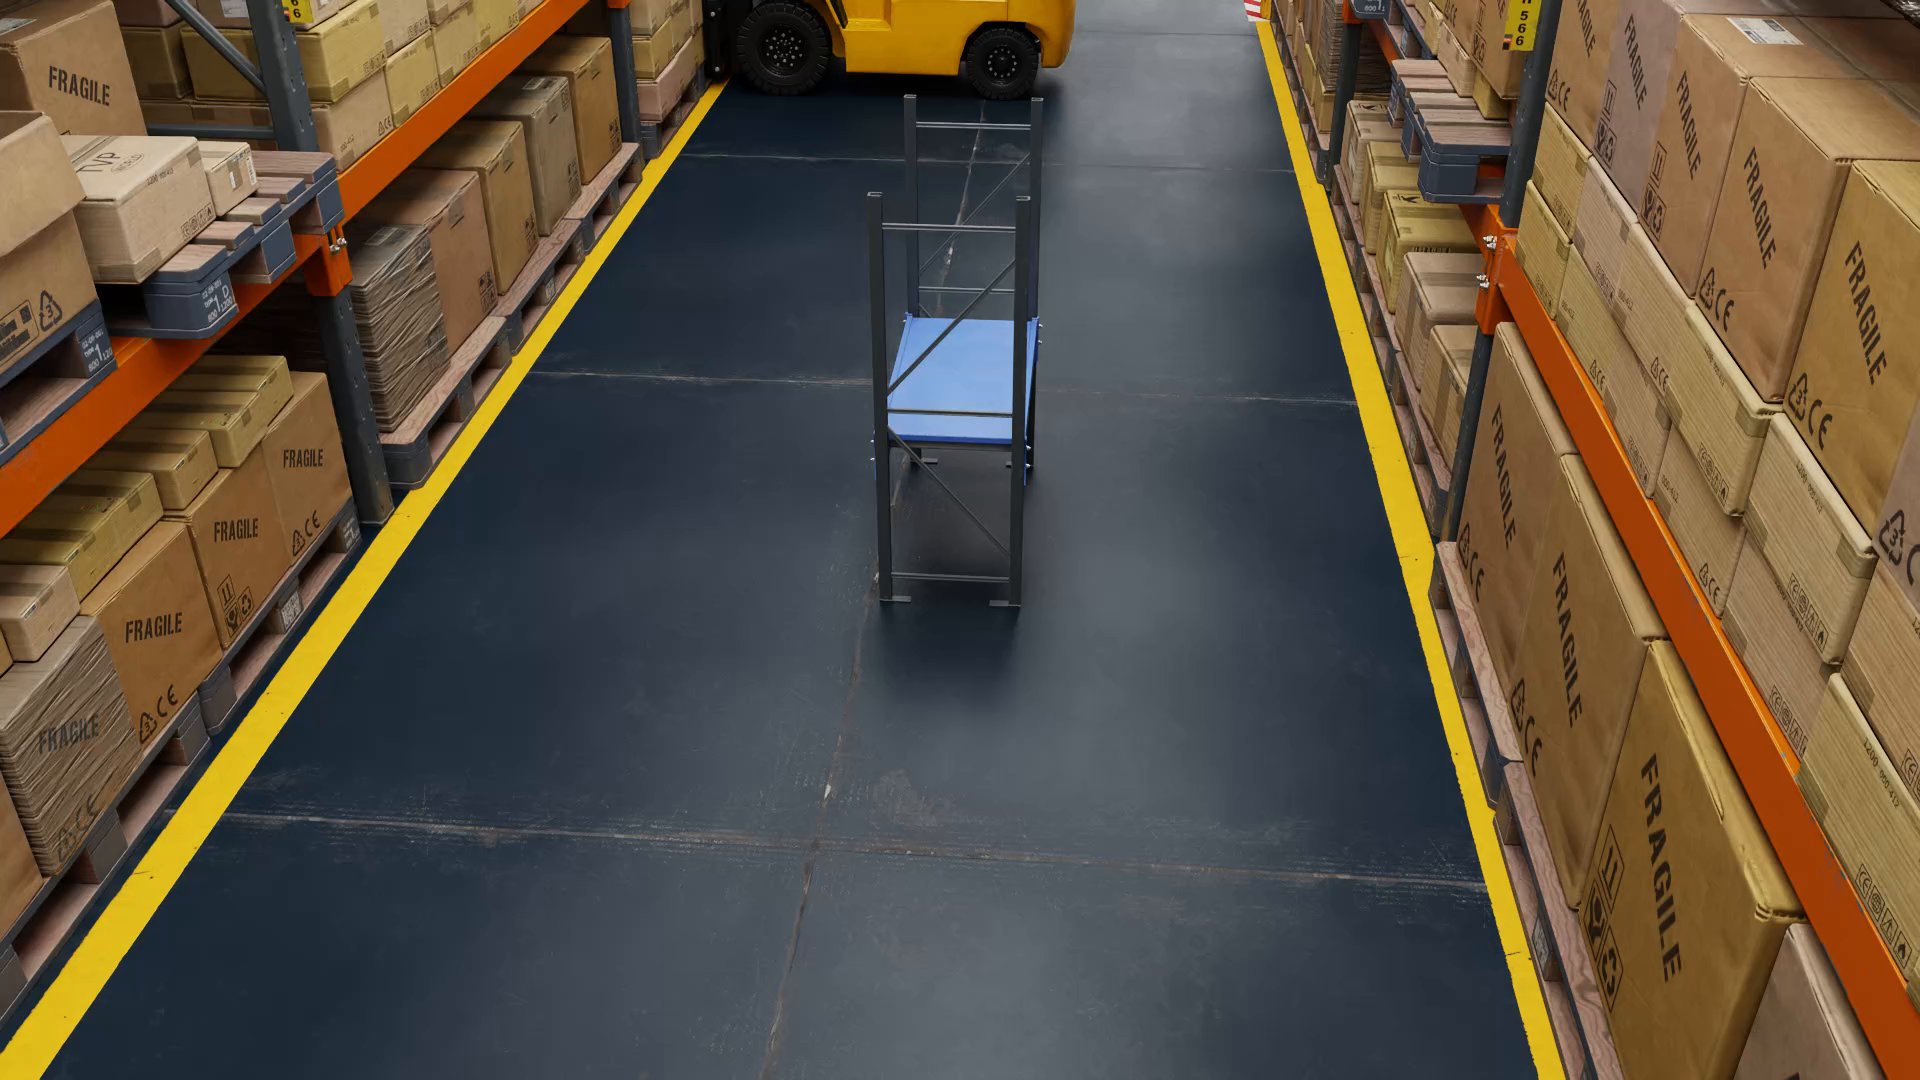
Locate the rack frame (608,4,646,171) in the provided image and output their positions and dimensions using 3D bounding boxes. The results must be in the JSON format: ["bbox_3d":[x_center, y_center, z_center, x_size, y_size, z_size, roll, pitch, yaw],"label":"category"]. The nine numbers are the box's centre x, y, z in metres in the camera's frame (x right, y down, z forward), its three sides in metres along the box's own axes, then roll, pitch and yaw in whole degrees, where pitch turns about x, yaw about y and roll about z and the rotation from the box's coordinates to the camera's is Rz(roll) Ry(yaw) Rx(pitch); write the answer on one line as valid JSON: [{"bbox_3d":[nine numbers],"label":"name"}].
[{"bbox_3d":[-2.362,-3.470,9.022,1.000,3.000,0.127,2,32,4],"label":"rack frame"}]

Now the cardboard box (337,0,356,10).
[{"bbox_3d":[-2.348,-1.991,5.908,0.380,0.149,0.250,3,32,5],"label":"cardboard box"}]

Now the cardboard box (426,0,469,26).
[{"bbox_3d":[-2.305,-2.284,6.763,0.500,0.250,0.500,2,32,3],"label":"cardboard box"}]

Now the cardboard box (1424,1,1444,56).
[{"bbox_3d":[2.015,-1.975,6.434,0.380,0.149,0.250,3,32,5],"label":"cardboard box"}]

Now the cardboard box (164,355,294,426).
[{"bbox_3d":[-2.475,-0.500,5.567,0.380,0.149,0.250,1,32,2],"label":"cardboard box"}]

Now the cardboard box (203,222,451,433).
[{"bbox_3d":[-2.623,-0.872,6.669,0.875,0.625,0.625,3,32,6],"label":"cardboard box"}]

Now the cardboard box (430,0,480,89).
[{"bbox_3d":[-2.327,-2.069,6.891,0.500,0.250,0.500,1,32,2],"label":"cardboard box"}]

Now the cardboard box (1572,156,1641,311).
[{"bbox_3d":[1.929,-0.793,4.344,0.500,0.250,0.500,3,32,5],"label":"cardboard box"}]

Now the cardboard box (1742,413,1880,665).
[{"bbox_3d":[1.797,0.000,3.057,0.500,0.250,0.500,3,32,5],"label":"cardboard box"}]

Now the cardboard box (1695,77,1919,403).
[{"bbox_3d":[1.843,-0.596,3.310,0.500,0.500,0.500,3,32,5],"label":"cardboard box"}]

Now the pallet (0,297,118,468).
[{"bbox_3d":[-2.841,-0.280,4.028,1.003,0.211,1.213,2,32,4],"label":"pallet"}]

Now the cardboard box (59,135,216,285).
[{"bbox_3d":[-2.451,-0.928,4.640,0.500,0.250,0.500,1,32,2],"label":"cardboard box"}]

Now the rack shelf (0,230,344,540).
[{"bbox_3d":[-2.850,-0.027,4.120,1.077,0.370,4.000,2,32,4],"label":"rack shelf"}]

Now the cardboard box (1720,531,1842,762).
[{"bbox_3d":[1.822,0.212,3.189,0.500,0.250,0.500,2,32,3],"label":"cardboard box"}]

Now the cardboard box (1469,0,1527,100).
[{"bbox_3d":[2.020,-1.766,5.478,0.500,0.500,0.500,2,32,3],"label":"cardboard box"}]

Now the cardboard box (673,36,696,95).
[{"bbox_3d":[-1.966,-2.983,10.453,0.500,0.250,0.500,2,32,3],"label":"cardboard box"}]

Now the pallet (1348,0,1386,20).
[{"bbox_3d":[2.378,-2.785,8.093,1.003,0.211,1.213,2,32,4],"label":"pallet"}]

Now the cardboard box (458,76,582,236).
[{"bbox_3d":[-2.464,-1.959,8.433,0.875,0.625,0.625,2,32,3],"label":"cardboard box"}]

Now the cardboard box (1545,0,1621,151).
[{"bbox_3d":[1.976,-1.389,4.597,0.500,0.500,0.500,1,32,2],"label":"cardboard box"}]

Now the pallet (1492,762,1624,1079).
[{"bbox_3d":[2.019,1.064,4.323,1.003,0.211,1.213,2,32,4],"label":"pallet"}]

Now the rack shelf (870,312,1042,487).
[{"bbox_3d":[0.007,-0.530,6.023,0.538,0.185,1.000,2,32,4],"label":"rack shelf"}]

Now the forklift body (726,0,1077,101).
[{"bbox_3d":[-0.372,-4.131,10.903,2.313,2.155,1.214,2,32,4],"label":"forklift body"}]

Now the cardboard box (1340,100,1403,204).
[{"bbox_3d":[2.545,-2.046,8.815,0.950,0.372,0.625,3,32,5],"label":"cardboard box"}]

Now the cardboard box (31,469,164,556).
[{"bbox_3d":[-2.599,-0.084,4.892,0.380,0.149,0.250,3,32,5],"label":"cardboard box"}]

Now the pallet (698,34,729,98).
[{"bbox_3d":[-2.159,-3.337,11.463,1.003,0.211,1.213,2,32,4],"label":"pallet"}]

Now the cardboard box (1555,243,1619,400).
[{"bbox_3d":[1.945,-0.590,4.492,0.500,0.250,0.500,2,32,3],"label":"cardboard box"}]

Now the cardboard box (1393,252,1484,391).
[{"bbox_3d":[2.368,-0.910,6.972,0.950,0.372,0.625,2,32,3],"label":"cardboard box"}]

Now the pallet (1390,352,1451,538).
[{"bbox_3d":[2.325,-0.390,6.682,1.003,0.211,1.213,2,32,4],"label":"pallet"}]

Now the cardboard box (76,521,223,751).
[{"bbox_3d":[-2.599,0.272,4.932,0.500,0.500,0.500,4,32,6],"label":"cardboard box"}]

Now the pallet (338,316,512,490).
[{"bbox_3d":[-2.582,-0.620,7.055,1.003,0.211,1.213,2,32,4],"label":"pallet"}]

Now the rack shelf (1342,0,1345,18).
[{"bbox_3d":[2.749,-4.000,10.567,1.077,0.370,4.000,2,32,4],"label":"rack shelf"}]

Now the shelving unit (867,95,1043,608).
[{"bbox_3d":[0.007,-0.683,5.929,0.538,1.500,1.048,2,32,4],"label":"shelving unit"}]

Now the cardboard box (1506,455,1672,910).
[{"bbox_3d":[2.044,0.381,4.398,0.875,0.875,0.875,3,32,5],"label":"cardboard box"}]

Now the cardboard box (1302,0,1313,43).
[{"bbox_3d":[2.446,-3.441,10.481,0.500,0.500,0.500,4,32,7],"label":"cardboard box"}]

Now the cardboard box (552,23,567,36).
[{"bbox_3d":[-2.515,-3.170,9.802,0.500,0.250,0.500,3,32,5],"label":"cardboard box"}]

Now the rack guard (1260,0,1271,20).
[{"bbox_3d":[2.905,-4.248,12.666,1.175,0.500,0.348,2,32,4],"label":"rack guard"}]

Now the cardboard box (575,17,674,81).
[{"bbox_3d":[-2.015,-2.931,9.891,0.500,0.250,0.500,2,32,4],"label":"cardboard box"}]

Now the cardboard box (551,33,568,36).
[{"bbox_3d":[-2.526,-2.955,9.929,0.500,0.250,0.500,2,32,3],"label":"cardboard box"}]

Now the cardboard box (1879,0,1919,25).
[{"bbox_3d":[2.445,-1.087,4.106,0.500,0.500,0.500,3,32,5],"label":"cardboard box"}]

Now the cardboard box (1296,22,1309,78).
[{"bbox_3d":[2.445,-3.134,10.696,0.500,0.250,0.500,3,32,5],"label":"cardboard box"}]

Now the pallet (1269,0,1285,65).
[{"bbox_3d":[2.804,-3.702,12.055,1.003,0.211,1.213,2,32,4],"label":"pallet"}]

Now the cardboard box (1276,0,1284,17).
[{"bbox_3d":[2.570,-3.950,12.021,0.500,0.250,0.500,2,32,4],"label":"cardboard box"}]

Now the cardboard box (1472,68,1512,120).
[{"bbox_3d":[2.002,-1.565,5.770,0.380,0.149,0.250,3,32,5],"label":"cardboard box"}]

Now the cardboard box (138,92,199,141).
[{"bbox_3d":[-2.906,-1.561,6.066,0.500,0.250,0.500,2,32,3],"label":"cardboard box"}]

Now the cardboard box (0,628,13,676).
[{"bbox_3d":[-2.682,0.318,4.239,0.380,0.149,0.250,3,32,4],"label":"cardboard box"}]
